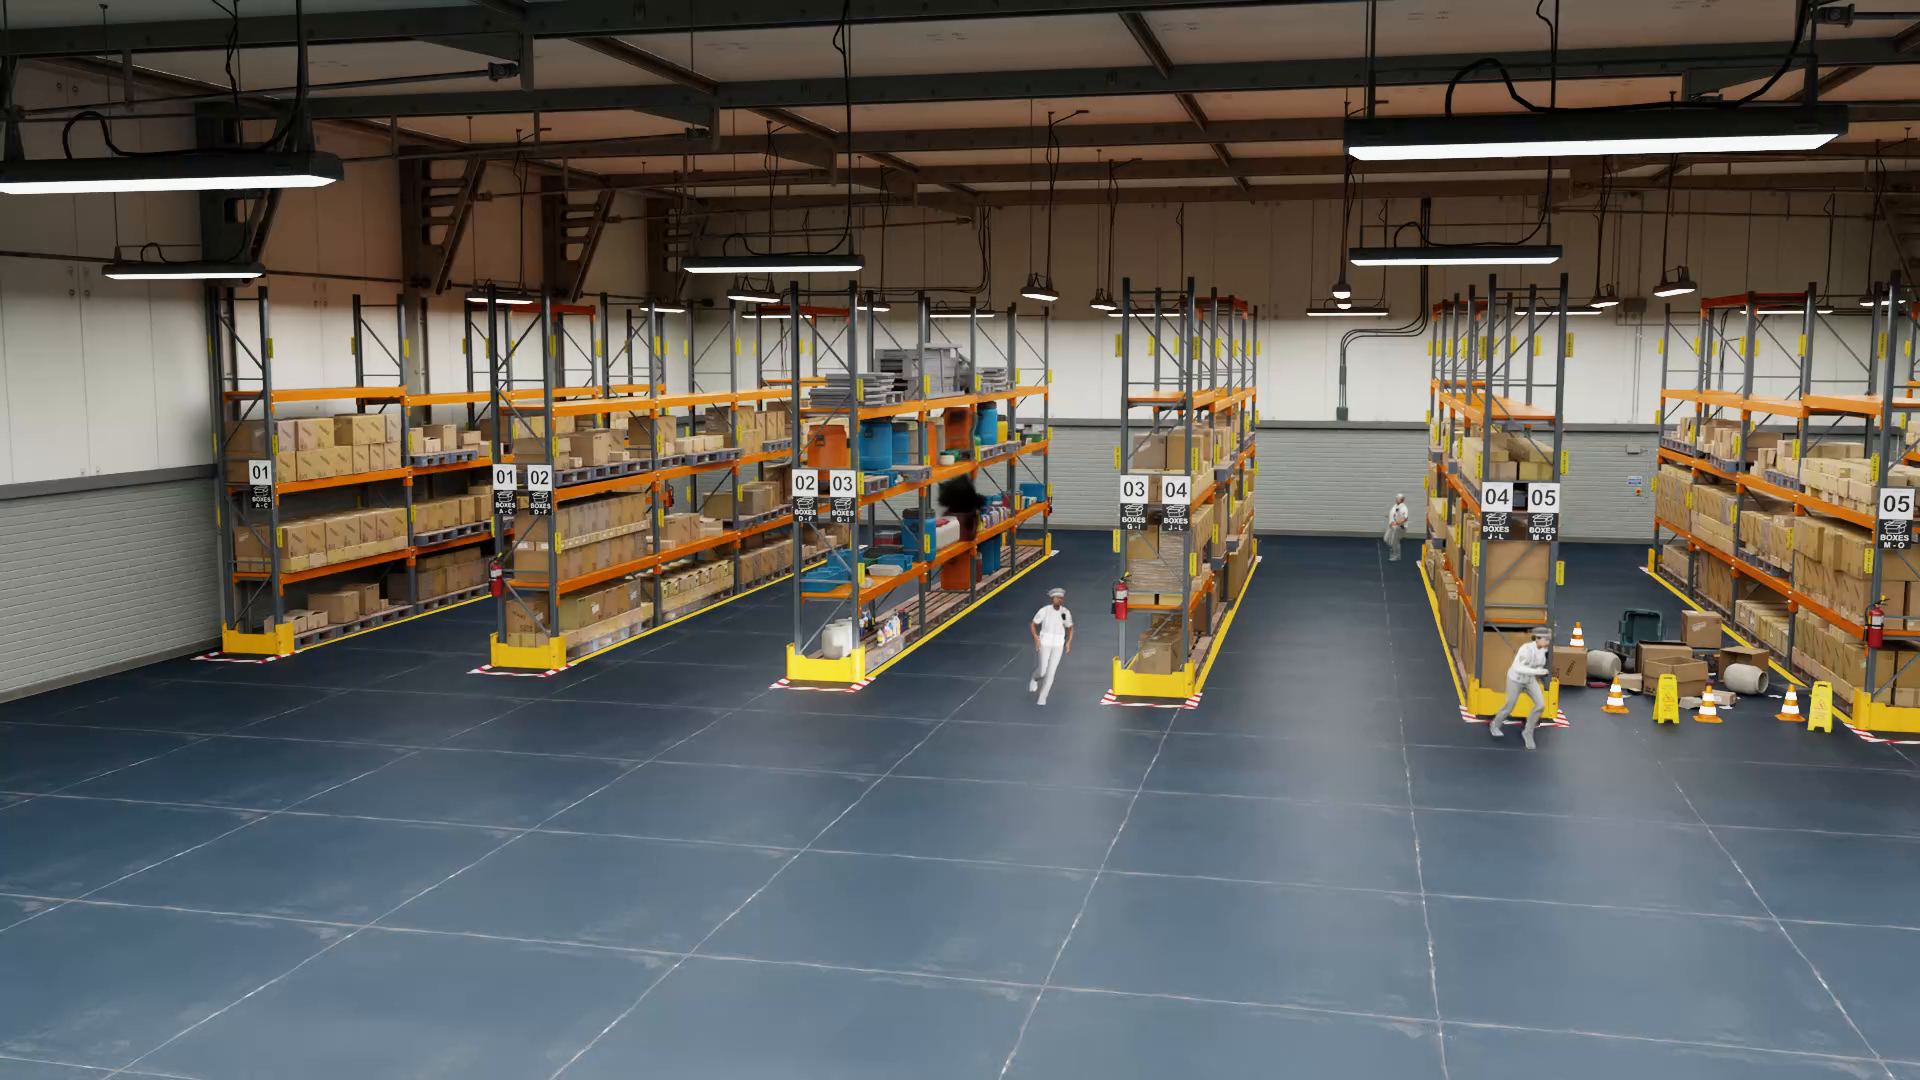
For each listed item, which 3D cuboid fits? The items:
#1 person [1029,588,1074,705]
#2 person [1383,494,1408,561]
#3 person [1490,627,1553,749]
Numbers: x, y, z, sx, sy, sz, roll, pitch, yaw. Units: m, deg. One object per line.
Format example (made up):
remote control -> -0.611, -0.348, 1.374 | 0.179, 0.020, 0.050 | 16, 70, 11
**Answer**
person -> 1.323, 1.485, 23.625 | 0.621, 1.629, 0.646 | -1, 7, -7
person -> 10.278, -0.297, 39.205 | 0.500, 1.615, 0.670 | -2, 7, -21
person -> 7.122, 1.842, 21.052 | 0.652, 1.595, 0.943 | -3, 7, -27
